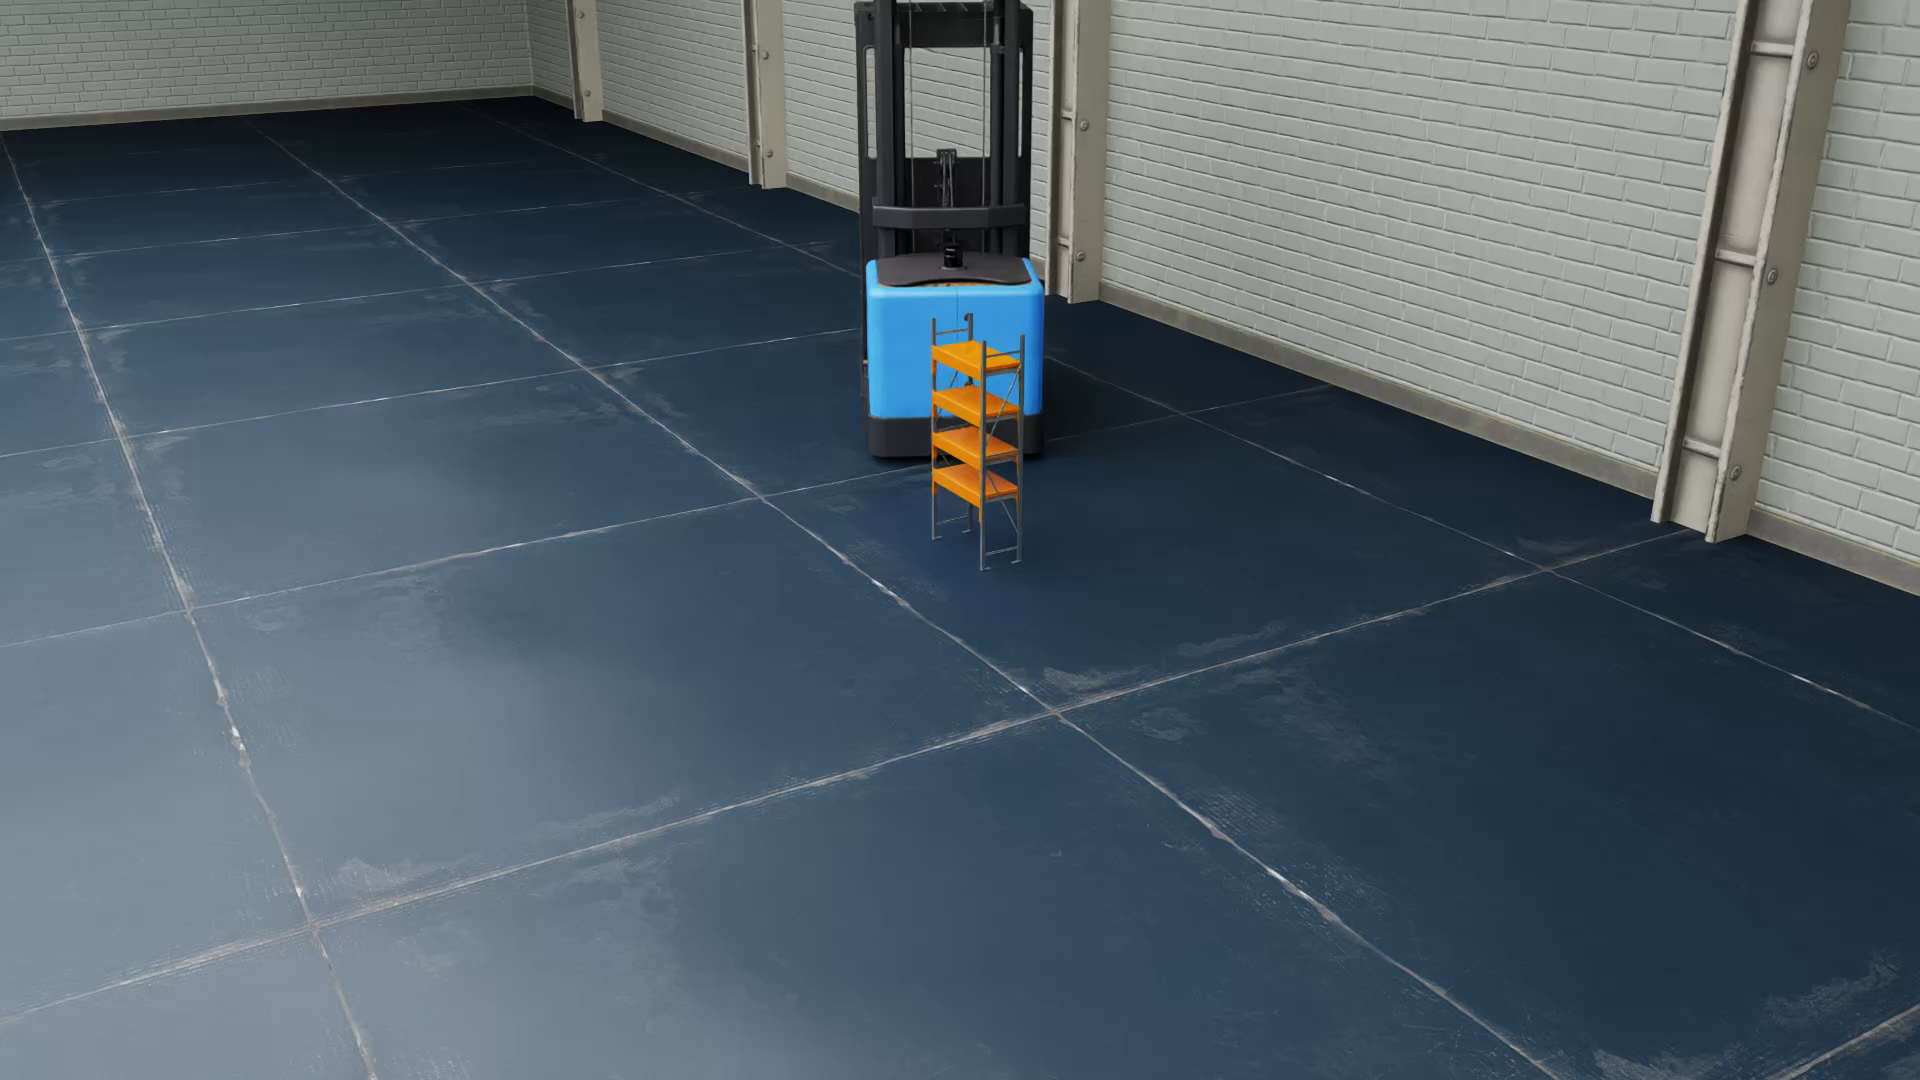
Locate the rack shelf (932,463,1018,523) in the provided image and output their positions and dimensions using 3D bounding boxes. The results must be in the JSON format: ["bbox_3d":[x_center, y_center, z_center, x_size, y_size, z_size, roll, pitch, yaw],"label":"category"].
[{"bbox_3d":[0.085,-0.256,8.554,0.258,0.148,0.480,-13,25,-28],"label":"rack shelf"}]

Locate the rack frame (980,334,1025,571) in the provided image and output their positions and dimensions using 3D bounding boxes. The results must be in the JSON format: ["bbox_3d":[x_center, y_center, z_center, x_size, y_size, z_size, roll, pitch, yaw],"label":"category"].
[{"bbox_3d":[0.209,-0.423,8.259,0.240,1.200,0.015,-13,25,-28],"label":"rack frame"}]

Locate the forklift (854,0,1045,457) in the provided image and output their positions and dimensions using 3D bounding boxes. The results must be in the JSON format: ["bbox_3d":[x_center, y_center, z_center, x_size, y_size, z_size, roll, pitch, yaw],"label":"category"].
[{"bbox_3d":[-0.113,-2.360,10.725,1.130,2.935,3.031,-1,22,-4],"label":"forklift"}]

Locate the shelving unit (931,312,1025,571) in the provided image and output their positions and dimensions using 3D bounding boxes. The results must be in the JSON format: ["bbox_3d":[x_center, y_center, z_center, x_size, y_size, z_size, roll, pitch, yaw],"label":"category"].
[{"bbox_3d":[0.085,-0.502,8.454,0.258,1.200,0.503,-13,25,-28],"label":"shelving unit"}]

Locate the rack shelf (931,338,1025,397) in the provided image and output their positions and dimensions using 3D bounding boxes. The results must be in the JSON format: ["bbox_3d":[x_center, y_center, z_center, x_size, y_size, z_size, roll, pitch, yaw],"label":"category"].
[{"bbox_3d":[0.085,-0.866,8.306,0.258,0.148,0.480,-13,25,-28],"label":"rack shelf"}]

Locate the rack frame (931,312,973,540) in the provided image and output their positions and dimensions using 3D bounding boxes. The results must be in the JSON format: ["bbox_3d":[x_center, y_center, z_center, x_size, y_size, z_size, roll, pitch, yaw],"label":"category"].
[{"bbox_3d":[-0.040,-0.581,8.648,0.240,1.200,0.015,-13,25,-28],"label":"rack frame"}]

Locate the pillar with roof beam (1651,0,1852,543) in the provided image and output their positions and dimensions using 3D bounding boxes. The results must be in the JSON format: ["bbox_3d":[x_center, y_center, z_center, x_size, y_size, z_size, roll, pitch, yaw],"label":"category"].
[{"bbox_3d":[0.300,-3.416,5.265,9.100,9.000,0.400,-13,25,-28],"label":"pillar with roof beam"}]

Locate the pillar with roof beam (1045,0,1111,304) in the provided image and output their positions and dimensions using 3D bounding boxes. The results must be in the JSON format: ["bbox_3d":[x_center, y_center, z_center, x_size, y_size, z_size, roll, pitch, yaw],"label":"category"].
[{"bbox_3d":[-2.765,-5.358,10.044,9.100,9.000,0.400,-13,25,-28],"label":"pillar with roof beam"}]

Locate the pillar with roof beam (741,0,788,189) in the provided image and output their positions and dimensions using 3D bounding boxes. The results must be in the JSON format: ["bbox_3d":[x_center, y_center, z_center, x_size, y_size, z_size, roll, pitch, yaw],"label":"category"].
[{"bbox_3d":[-5.830,-7.301,14.822,9.100,9.000,0.400,-13,25,-28],"label":"pillar with roof beam"}]

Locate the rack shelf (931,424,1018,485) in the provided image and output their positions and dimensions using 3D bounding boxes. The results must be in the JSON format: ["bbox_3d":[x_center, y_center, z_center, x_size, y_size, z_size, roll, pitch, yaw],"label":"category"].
[{"bbox_3d":[0.085,-0.440,8.479,0.258,0.148,0.480,-13,25,-28],"label":"rack shelf"}]

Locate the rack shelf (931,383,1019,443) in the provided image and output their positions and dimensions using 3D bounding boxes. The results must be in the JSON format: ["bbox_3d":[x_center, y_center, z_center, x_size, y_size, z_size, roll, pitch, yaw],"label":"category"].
[{"bbox_3d":[0.085,-0.647,8.395,0.258,0.148,0.480,-13,25,-28],"label":"rack shelf"}]
